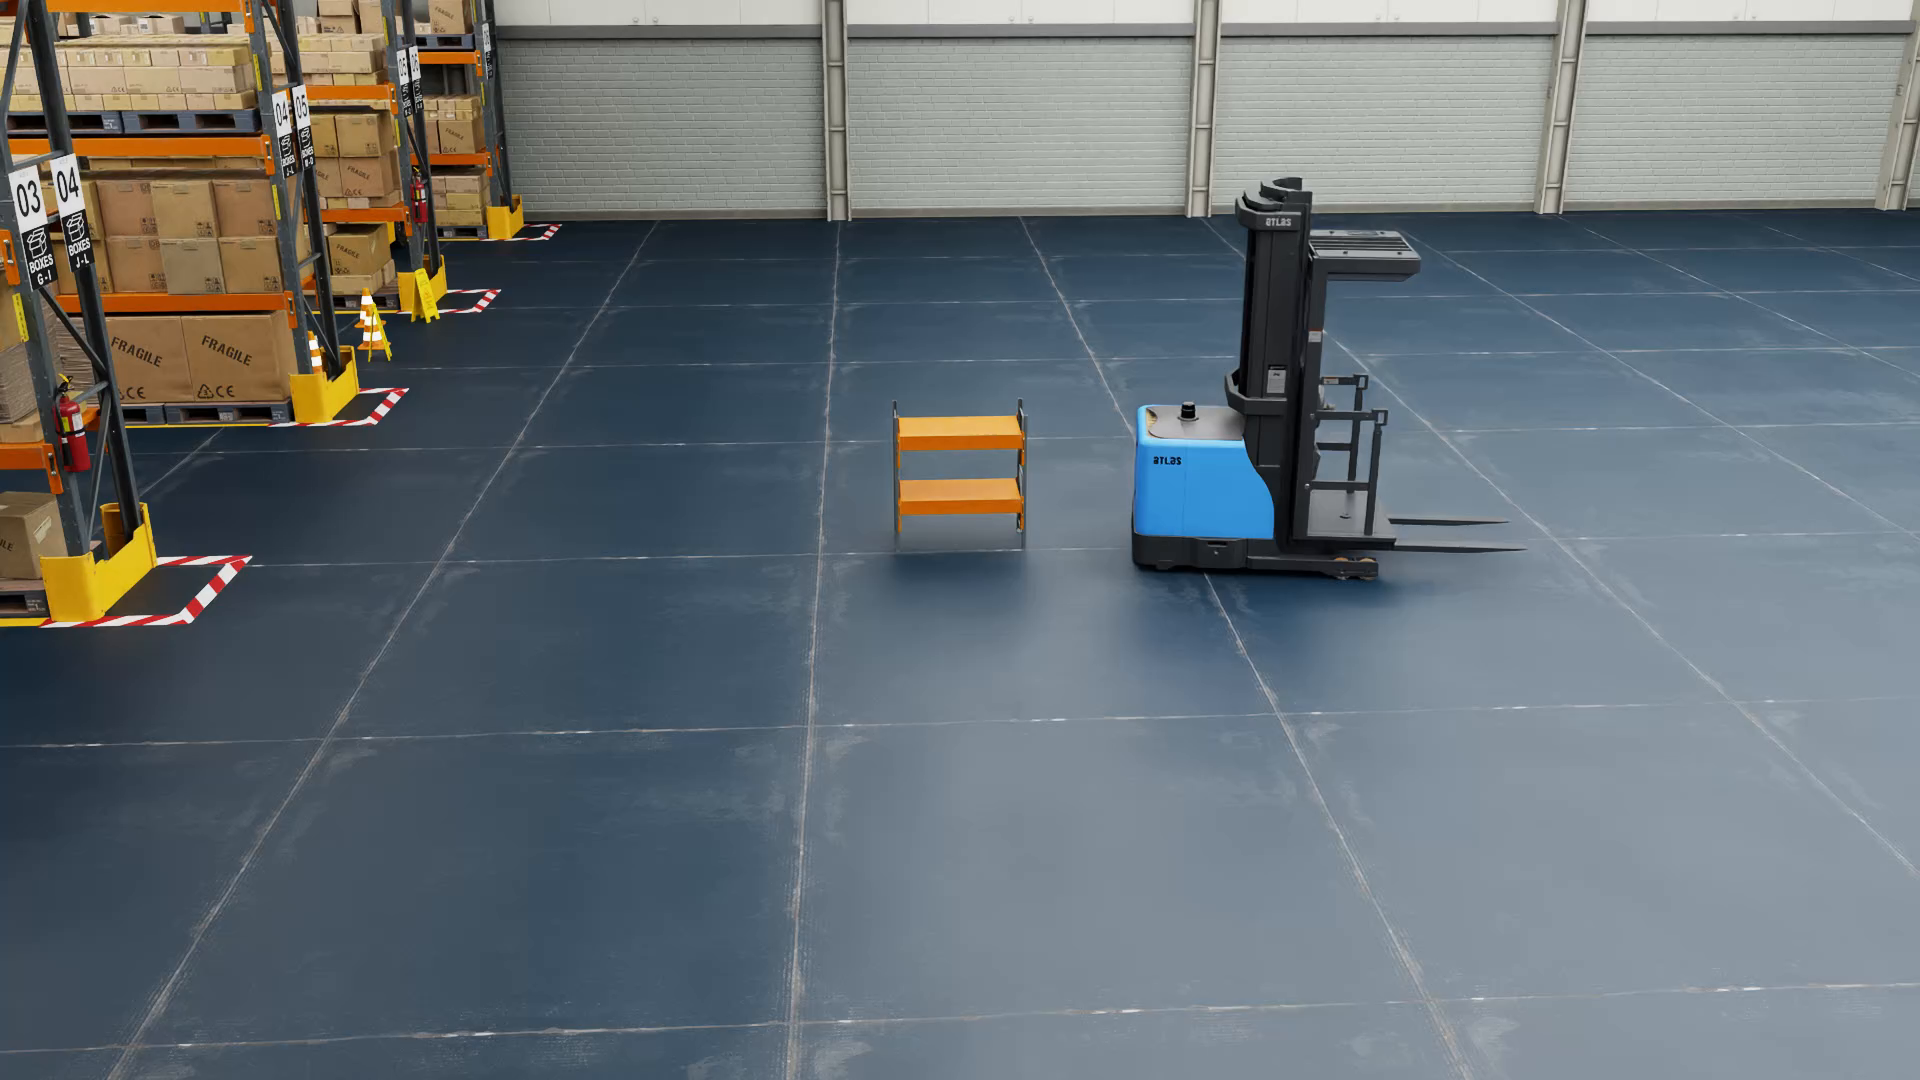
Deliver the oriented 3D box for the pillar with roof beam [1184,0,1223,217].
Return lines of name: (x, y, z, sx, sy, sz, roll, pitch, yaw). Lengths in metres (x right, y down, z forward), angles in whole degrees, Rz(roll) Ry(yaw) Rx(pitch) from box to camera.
pillar with roof beam: (4.235, -8.125, 22.314, 0.400, 9.000, 9.100, -1, 21, -3)

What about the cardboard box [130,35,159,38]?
cardboard box: (-10.127, -6.203, 20.715, 0.250, 0.149, 0.380, -1, 21, -2)

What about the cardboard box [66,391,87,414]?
cardboard box: (-6.690, -0.979, 12.328, 0.250, 0.149, 0.380, -1, 21, -3)

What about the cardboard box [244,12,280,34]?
cardboard box: (-10.393, -7.753, 24.947, 0.500, 0.311, 0.500, -1, 21, -2)

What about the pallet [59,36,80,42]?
pallet: (-13.443, -7.521, 25.209, 1.213, 0.211, 1.003, 0, 21, -1)

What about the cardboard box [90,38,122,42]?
cardboard box: (-10.360, -6.019, 20.232, 0.250, 0.149, 0.380, -1, 21, -1)

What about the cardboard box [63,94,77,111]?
cardboard box: (-8.409, -4.150, 15.713, 0.250, 0.149, 0.380, -1, 21, -2)

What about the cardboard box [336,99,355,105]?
cardboard box: (-9.373, -6.675, 25.467, 0.250, 0.149, 0.380, -1, 21, -3)

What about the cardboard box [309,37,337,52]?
cardboard box: (-7.791, -6.079, 20.390, 0.250, 0.149, 0.380, -1, 21, -4)

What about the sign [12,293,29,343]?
sign: (-6.380, -1.508, 11.295, 0.005, 0.325, 0.100, -1, 21, -3)

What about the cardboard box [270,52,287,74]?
cardboard box: (-8.473, -5.880, 20.426, 0.500, 0.250, 0.500, -1, 21, -2)

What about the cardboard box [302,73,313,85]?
cardboard box: (-8.068, -5.724, 20.576, 0.250, 0.149, 0.380, -1, 21, -3)

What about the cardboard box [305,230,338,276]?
cardboard box: (-8.263, -3.678, 21.287, 0.500, 0.500, 0.500, 0, 21, -1)

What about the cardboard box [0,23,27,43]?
cardboard box: (-11.522, -6.161, 20.289, 0.500, 0.250, 0.500, -1, 21, -2)

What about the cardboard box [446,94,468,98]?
cardboard box: (-7.861, -6.875, 25.993, 0.250, 0.149, 0.380, 0, 21, -1)

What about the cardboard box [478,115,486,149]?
cardboard box: (-7.755, -6.436, 26.169, 0.500, 0.500, 0.500, 0, 21, -1)

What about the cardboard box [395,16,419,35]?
cardboard box: (-8.308, -7.753, 25.011, 0.258, 0.266, 0.396, -1, 21, -3)

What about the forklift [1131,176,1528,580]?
forklift: (2.897, -1.257, 12.803, 3.031, 2.935, 1.130, 2, 21, 4)

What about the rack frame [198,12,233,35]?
rack frame: (-11.238, -9.023, 24.673, 0.127, 3.000, 1.000, -1, 21, -3)

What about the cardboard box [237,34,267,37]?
cardboard box: (-8.845, -6.240, 20.811, 0.250, 0.149, 0.380, -1, 21, -2)

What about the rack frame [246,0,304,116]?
rack frame: (-6.574, -5.585, 15.642, 0.127, 3.000, 1.000, -1, 21, -3)

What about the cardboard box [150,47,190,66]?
cardboard box: (-7.396, -4.544, 15.626, 0.250, 0.149, 0.380, -1, 21, -2)

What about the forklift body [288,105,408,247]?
forklift body: (-9.033, -5.217, 24.302, 1.214, 2.155, 2.313, -1, 21, -3)

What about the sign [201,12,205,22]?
sign: (-11.197, -7.817, 24.553, 0.005, 0.325, 0.100, -1, 21, -3)

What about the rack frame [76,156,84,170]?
rack frame: (-10.951, -4.456, 21.109, 0.127, 3.000, 1.000, -1, 21, -3)

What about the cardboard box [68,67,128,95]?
cardboard box: (-8.047, -4.366, 15.719, 0.500, 0.250, 0.500, -1, 21, -3)

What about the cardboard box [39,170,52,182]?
cardboard box: (-9.108, -3.284, 16.303, 0.550, 0.550, 0.875, -1, 21, -3)

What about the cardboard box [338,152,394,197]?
cardboard box: (-7.483, -4.614, 20.966, 0.500, 0.500, 0.500, -2, 21, -4)

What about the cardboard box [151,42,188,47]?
cardboard box: (-7.683, -4.772, 16.226, 0.250, 0.149, 0.380, -1, 21, -2)

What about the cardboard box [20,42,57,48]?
cardboard box: (-8.960, -4.746, 16.156, 0.250, 0.149, 0.380, -1, 21, -4)

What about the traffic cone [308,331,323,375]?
traffic cone: (-7.185, -2.089, 18.458, 0.334, 0.463, 0.336, -1, 21, -3)

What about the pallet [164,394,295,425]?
pallet: (-7.368, -1.434, 17.090, 1.213, 0.211, 1.003, -1, 21, -3)

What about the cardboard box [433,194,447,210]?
cardboard box: (-8.214, -5.318, 25.945, 0.500, 0.250, 0.500, -1, 21, -4)

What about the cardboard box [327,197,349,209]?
cardboard box: (-7.822, -4.294, 21.037, 0.250, 0.149, 0.380, -2, 21, -4)

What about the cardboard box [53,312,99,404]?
cardboard box: (-9.036, -1.911, 16.820, 0.875, 0.875, 0.875, -1, 21, -3)

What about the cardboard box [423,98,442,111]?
cardboard box: (-8.094, -6.676, 25.471, 0.250, 0.149, 0.380, -1, 21, -2)

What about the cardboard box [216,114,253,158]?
cardboard box: (-8.970, -5.087, 20.803, 0.500, 0.500, 0.700, -1, 21, -3)

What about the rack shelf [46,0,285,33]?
rack shelf: (-8.571, -5.021, 15.735, 4.000, 0.370, 1.077, -1, 21, -3)

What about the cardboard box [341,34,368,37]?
cardboard box: (-7.575, -6.249, 20.835, 0.250, 0.149, 0.380, -1, 21, -3)

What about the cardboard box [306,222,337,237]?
cardboard box: (-8.105, -3.962, 21.120, 0.250, 0.149, 0.380, -1, 21, -1)

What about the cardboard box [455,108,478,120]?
cardboard box: (-7.575, -6.544, 25.541, 0.250, 0.149, 0.380, -1, 21, -2)

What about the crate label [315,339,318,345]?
crate label: (-7.692, -2.307, 19.488, 0.298, 0.136, 0.250, -13, 24, -31)

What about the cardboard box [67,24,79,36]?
cardboard box: (-13.088, -7.601, 24.776, 0.250, 0.149, 0.380, -1, 21, -4)

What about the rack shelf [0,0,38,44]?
rack shelf: (-8.388, -3.442, 11.031, 4.000, 0.370, 1.077, -1, 21, -3)

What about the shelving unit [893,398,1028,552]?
shelving unit: (-0.007, -0.526, 13.420, 1.048, 1.125, 0.538, -1, 21, -3)

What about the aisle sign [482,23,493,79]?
aisle sign: (-7.162, -7.412, 25.221, 0.004, 0.787, 0.394, -1, 21, -3)

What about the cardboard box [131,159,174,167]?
cardboard box: (-9.996, -4.570, 20.851, 0.500, 0.500, 0.500, -1, 21, -3)

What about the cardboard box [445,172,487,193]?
cardboard box: (-7.686, -5.559, 25.875, 0.500, 0.250, 0.500, 0, 21, -1)

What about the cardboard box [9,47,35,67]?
cardboard box: (-8.666, -4.517, 15.556, 0.250, 0.149, 0.380, -1, 21, -3)

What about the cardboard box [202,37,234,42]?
cardboard box: (-9.070, -6.065, 20.351, 0.250, 0.149, 0.380, -1, 21, -2)

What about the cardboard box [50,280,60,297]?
cardboard box: (-9.106, -2.770, 16.470, 0.550, 0.550, 0.875, -1, 21, -3)

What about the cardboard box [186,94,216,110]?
cardboard box: (-7.138, -4.176, 15.782, 0.250, 0.149, 0.380, -1, 21, -3)
